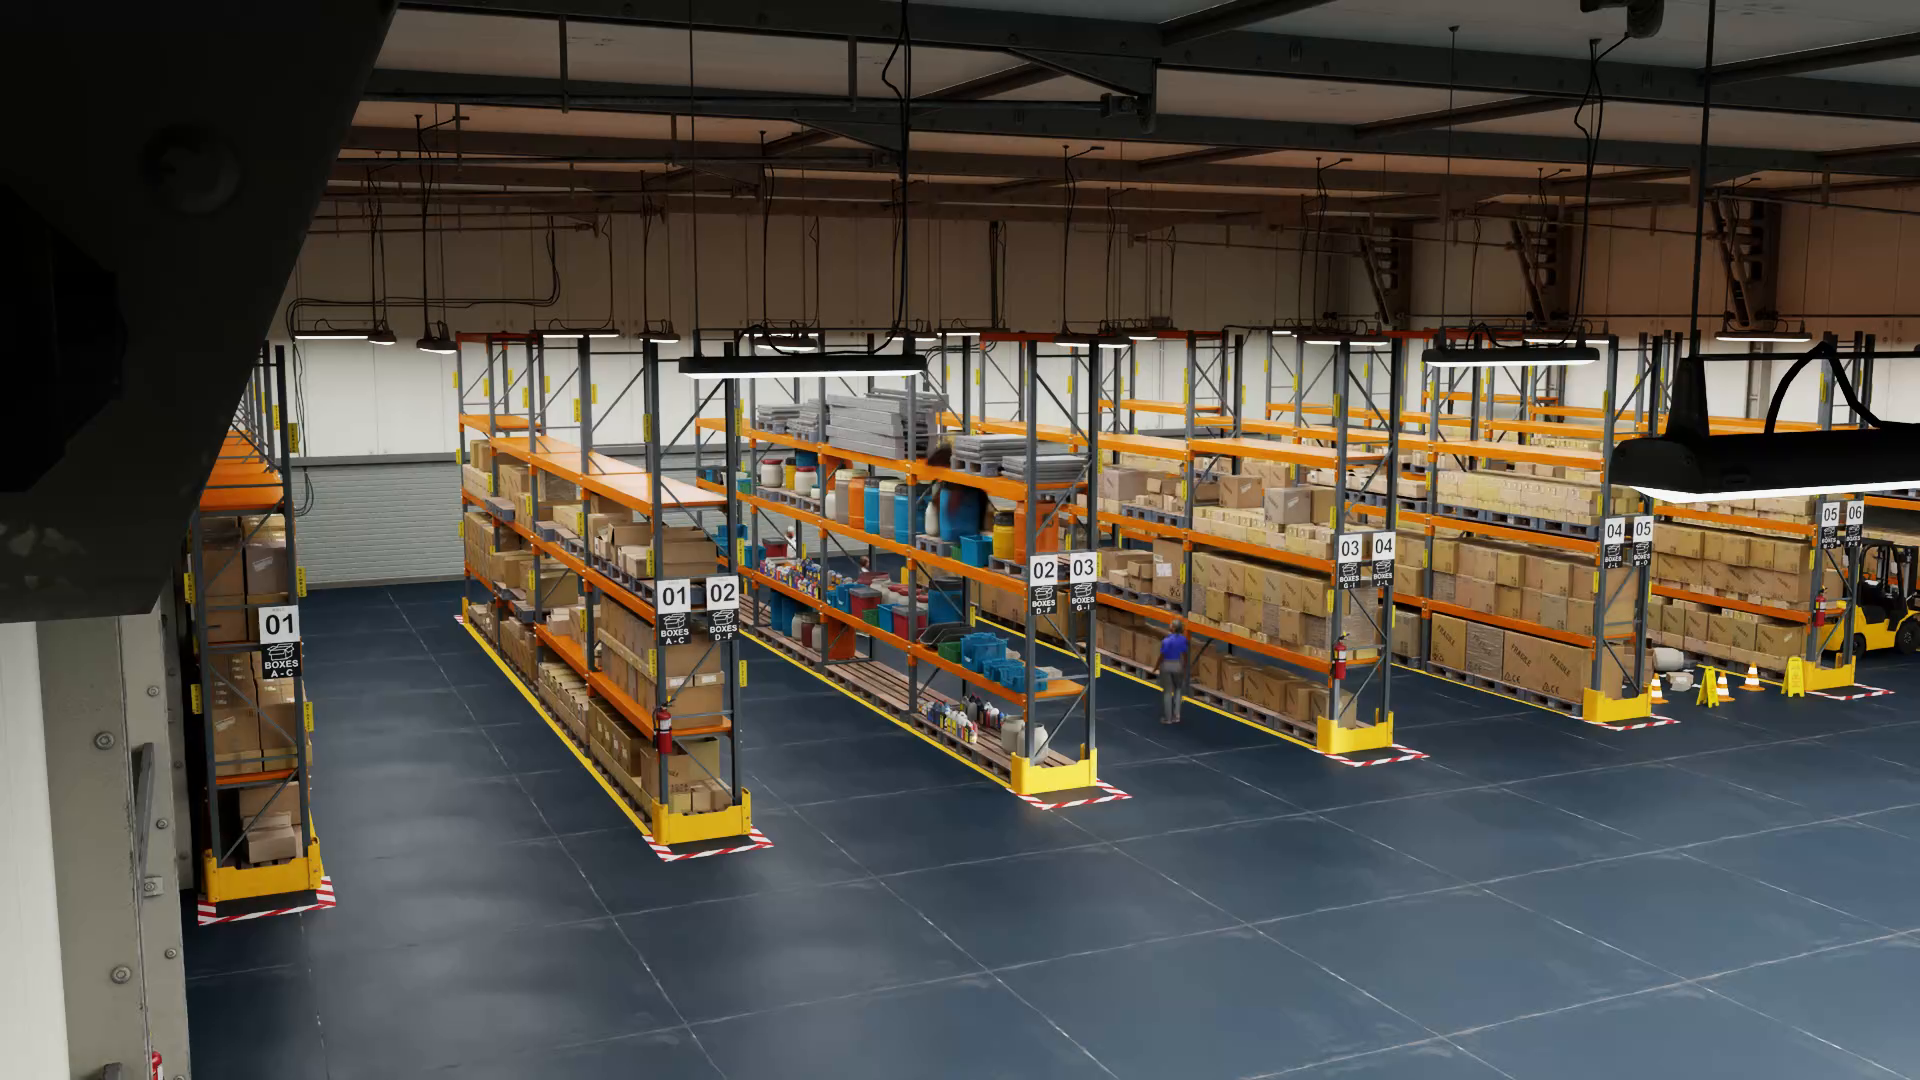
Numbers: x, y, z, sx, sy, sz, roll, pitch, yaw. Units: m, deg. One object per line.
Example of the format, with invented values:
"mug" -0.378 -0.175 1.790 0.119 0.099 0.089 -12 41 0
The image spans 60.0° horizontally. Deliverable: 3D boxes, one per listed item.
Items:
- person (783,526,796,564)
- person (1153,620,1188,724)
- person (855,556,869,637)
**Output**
"person" -3.769 0.495 37.206 0.547 1.628 0.917 -7 11 -43
"person" 3.271 2.064 25.820 0.528 1.700 0.536 1 8 4
"person" -1.900 1.115 32.952 0.364 1.624 0.485 -1 8 -8
